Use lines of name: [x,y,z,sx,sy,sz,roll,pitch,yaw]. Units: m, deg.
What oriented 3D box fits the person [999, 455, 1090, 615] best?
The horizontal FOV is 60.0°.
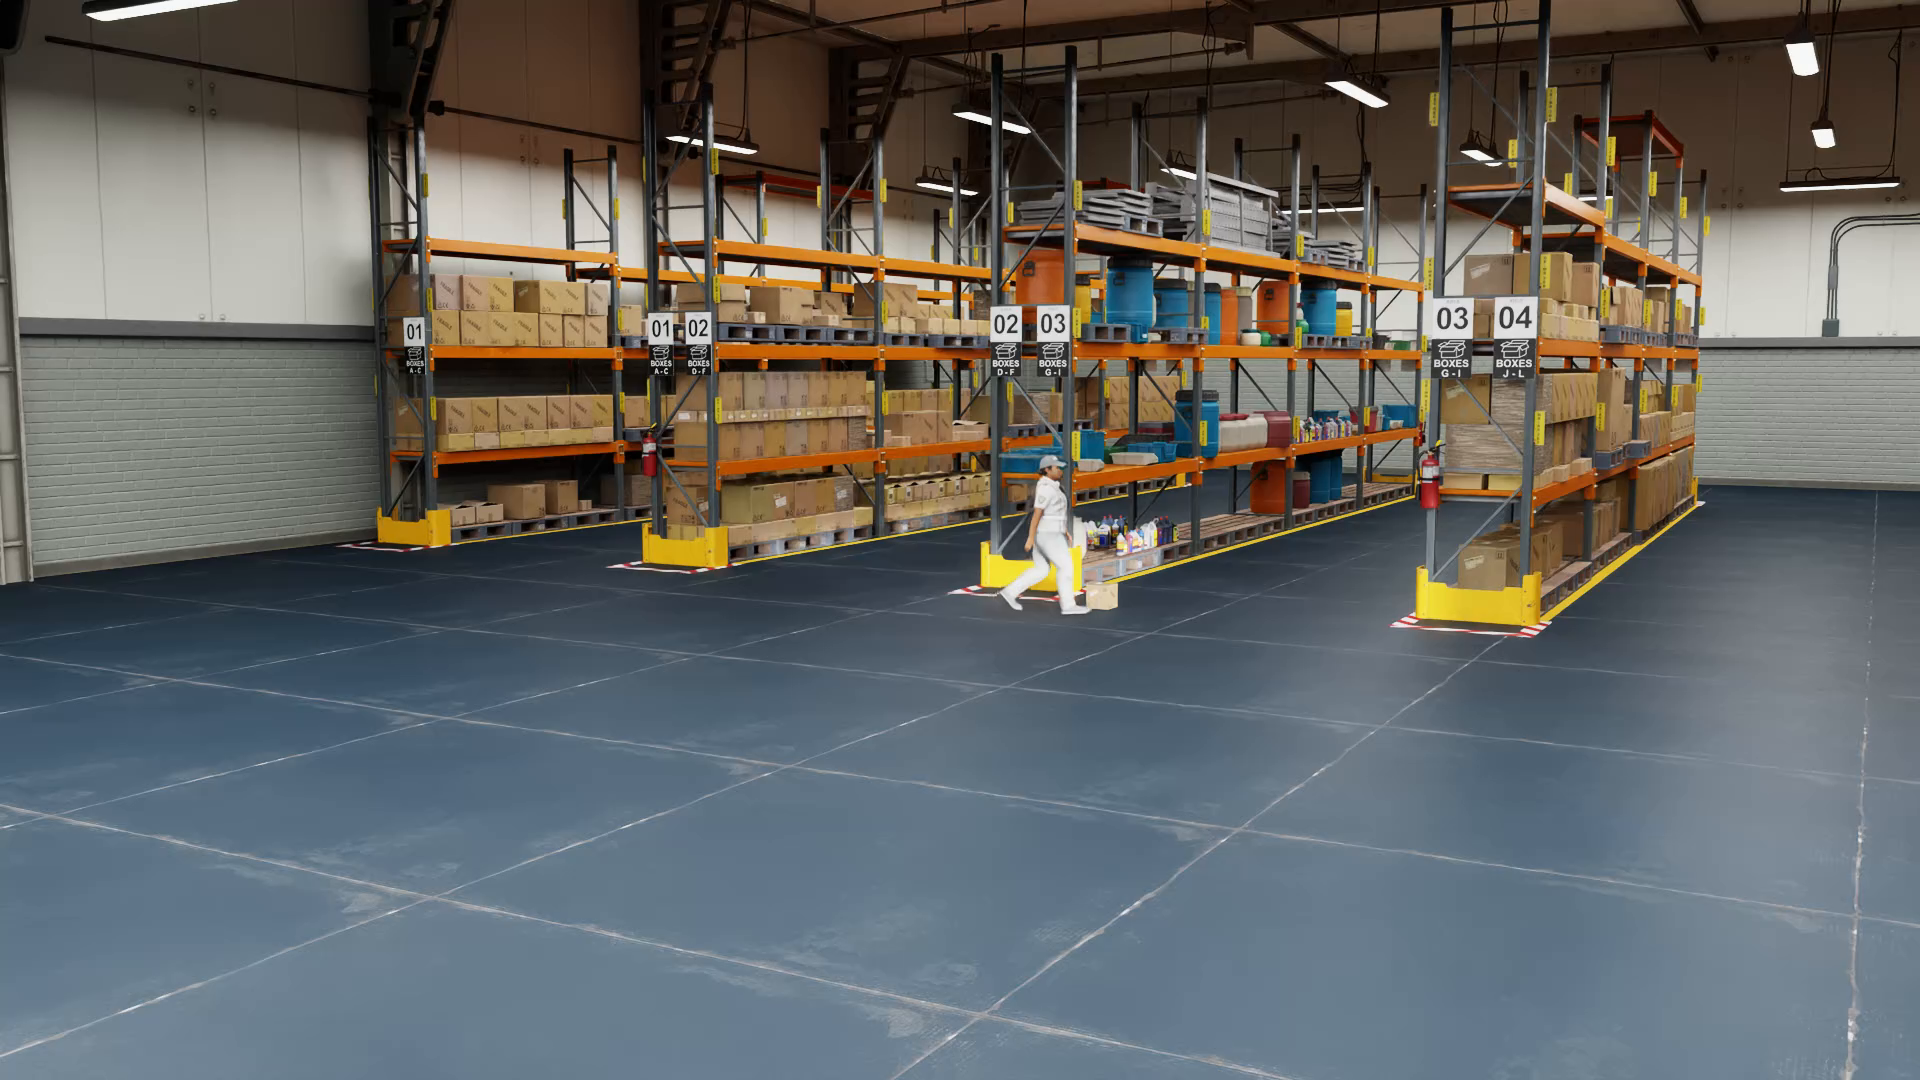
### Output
person: [0.863,-0.056,16.932,0.922,1.620,0.485,0,6,-1]
